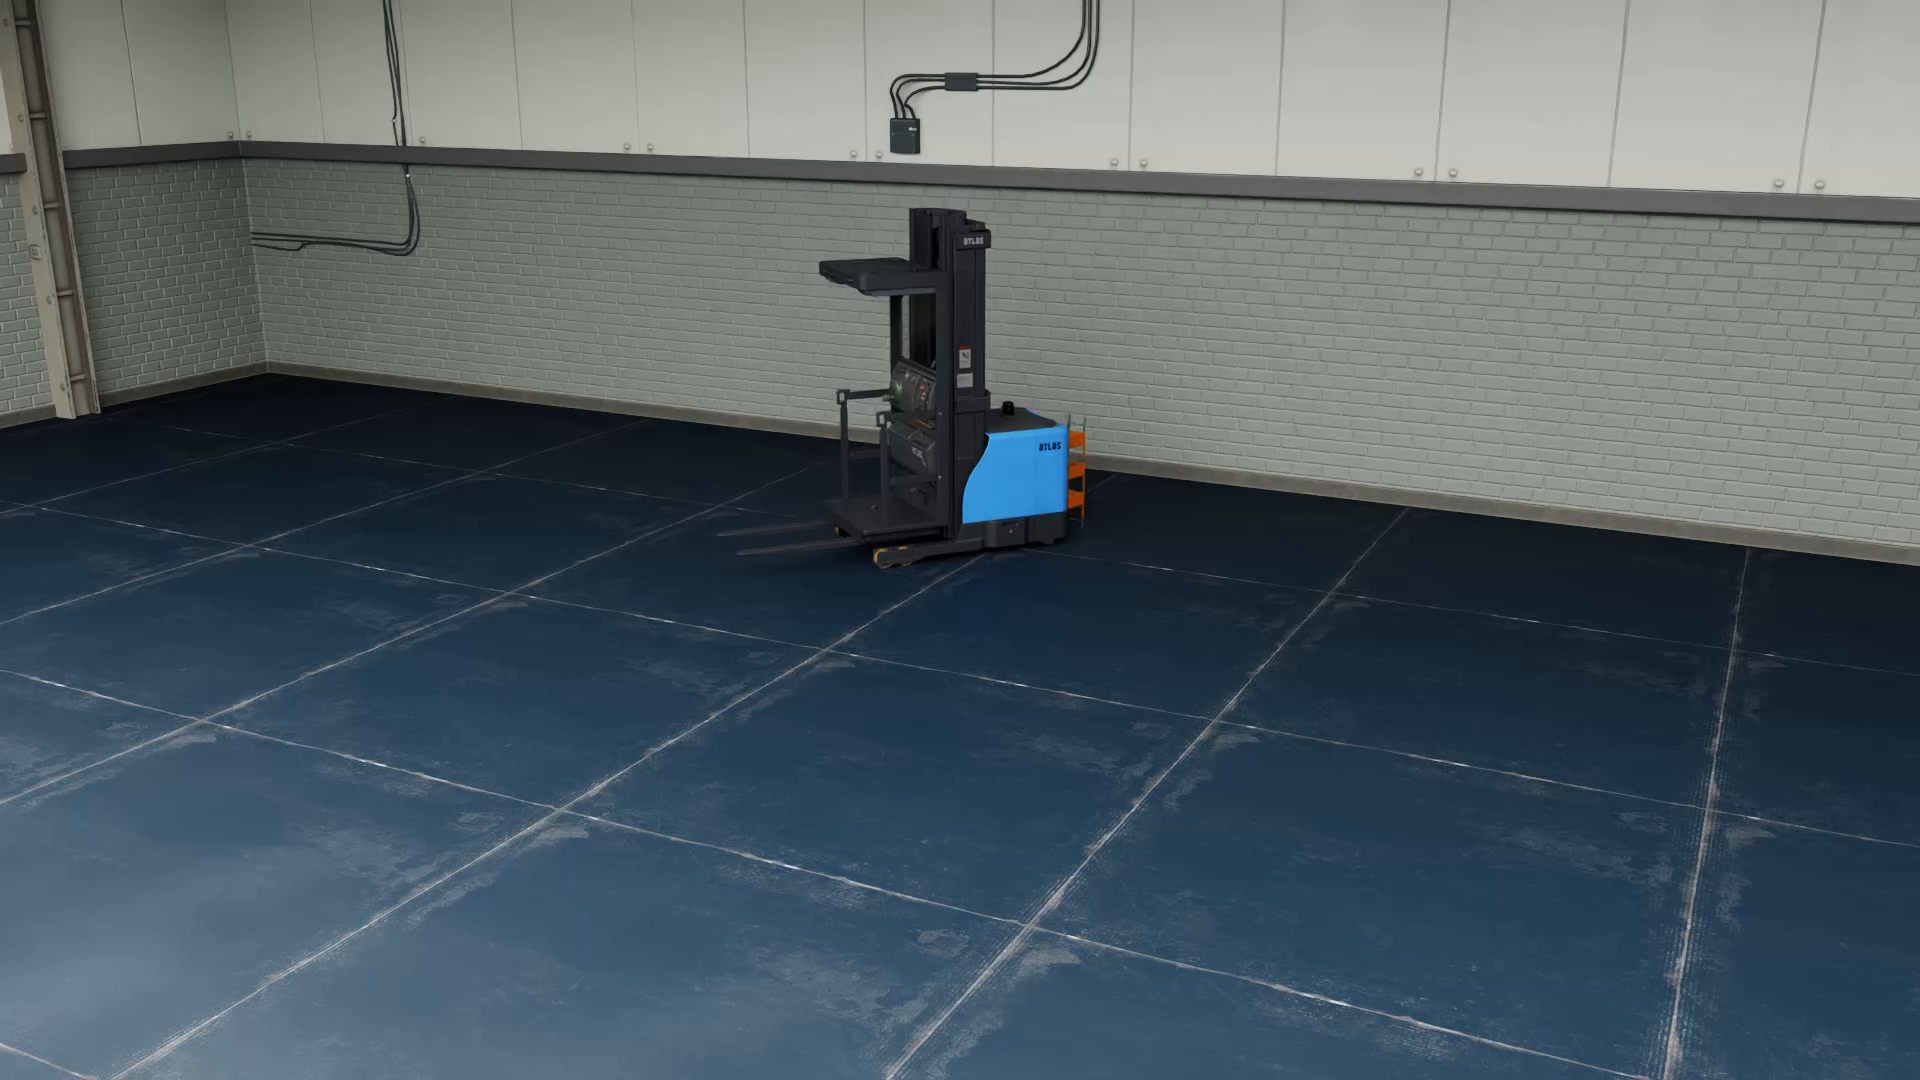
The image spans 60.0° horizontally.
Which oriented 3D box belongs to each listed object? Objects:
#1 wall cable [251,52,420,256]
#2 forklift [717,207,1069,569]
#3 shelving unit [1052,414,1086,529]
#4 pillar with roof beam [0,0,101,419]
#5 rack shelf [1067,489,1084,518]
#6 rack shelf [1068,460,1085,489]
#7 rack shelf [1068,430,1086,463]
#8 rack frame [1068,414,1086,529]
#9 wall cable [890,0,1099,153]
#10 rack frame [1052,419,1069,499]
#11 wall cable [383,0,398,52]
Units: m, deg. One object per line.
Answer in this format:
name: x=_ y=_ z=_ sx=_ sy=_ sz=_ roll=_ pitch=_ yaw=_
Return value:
wall cable: x=-8.178 y=-4.927 z=21.260 sx=3.097 sy=2.526 sz=0.112 roll=8 pitch=18 yaw=25
forklift: x=-0.594 y=-1.332 z=14.360 sx=3.031 sy=2.935 sz=1.130 roll=-7 pitch=18 yaw=-22
shelving unit: x=0.983 y=-0.599 z=15.199 sx=0.215 sy=1.050 sz=0.252 roll=15 pitch=22 yaw=40
pillar with roof beam: x=-6.826 y=-5.285 z=17.014 sx=9.100 sy=9.000 sz=0.400 roll=8 pitch=18 yaw=25
rack shelf: x=0.983 y=-0.323 z=15.281 sx=0.215 sy=0.259 sz=0.240 roll=15 pitch=22 yaw=40
rack shelf: x=0.983 y=-0.589 z=15.202 sx=0.215 sy=0.259 sz=0.240 roll=15 pitch=22 yaw=40
rack shelf: x=0.983 y=-0.861 z=15.121 sx=0.215 sy=0.259 sz=0.240 roll=15 pitch=22 yaw=40
rack frame: x=1.066 y=-0.625 z=15.285 sx=0.200 sy=1.050 sz=0.008 roll=15 pitch=22 yaw=40
wall cable: x=0.308 y=-6.834 z=16.254 sx=2.305 sy=6.003 sz=0.169 roll=8 pitch=18 yaw=25
rack frame: x=0.901 y=-0.574 z=15.112 sx=0.200 sy=1.050 sz=0.008 roll=15 pitch=22 yaw=40
wall cable: x=-5.758 y=-7.003 z=19.382 sx=3.097 sy=2.526 sz=0.112 roll=8 pitch=18 yaw=25
